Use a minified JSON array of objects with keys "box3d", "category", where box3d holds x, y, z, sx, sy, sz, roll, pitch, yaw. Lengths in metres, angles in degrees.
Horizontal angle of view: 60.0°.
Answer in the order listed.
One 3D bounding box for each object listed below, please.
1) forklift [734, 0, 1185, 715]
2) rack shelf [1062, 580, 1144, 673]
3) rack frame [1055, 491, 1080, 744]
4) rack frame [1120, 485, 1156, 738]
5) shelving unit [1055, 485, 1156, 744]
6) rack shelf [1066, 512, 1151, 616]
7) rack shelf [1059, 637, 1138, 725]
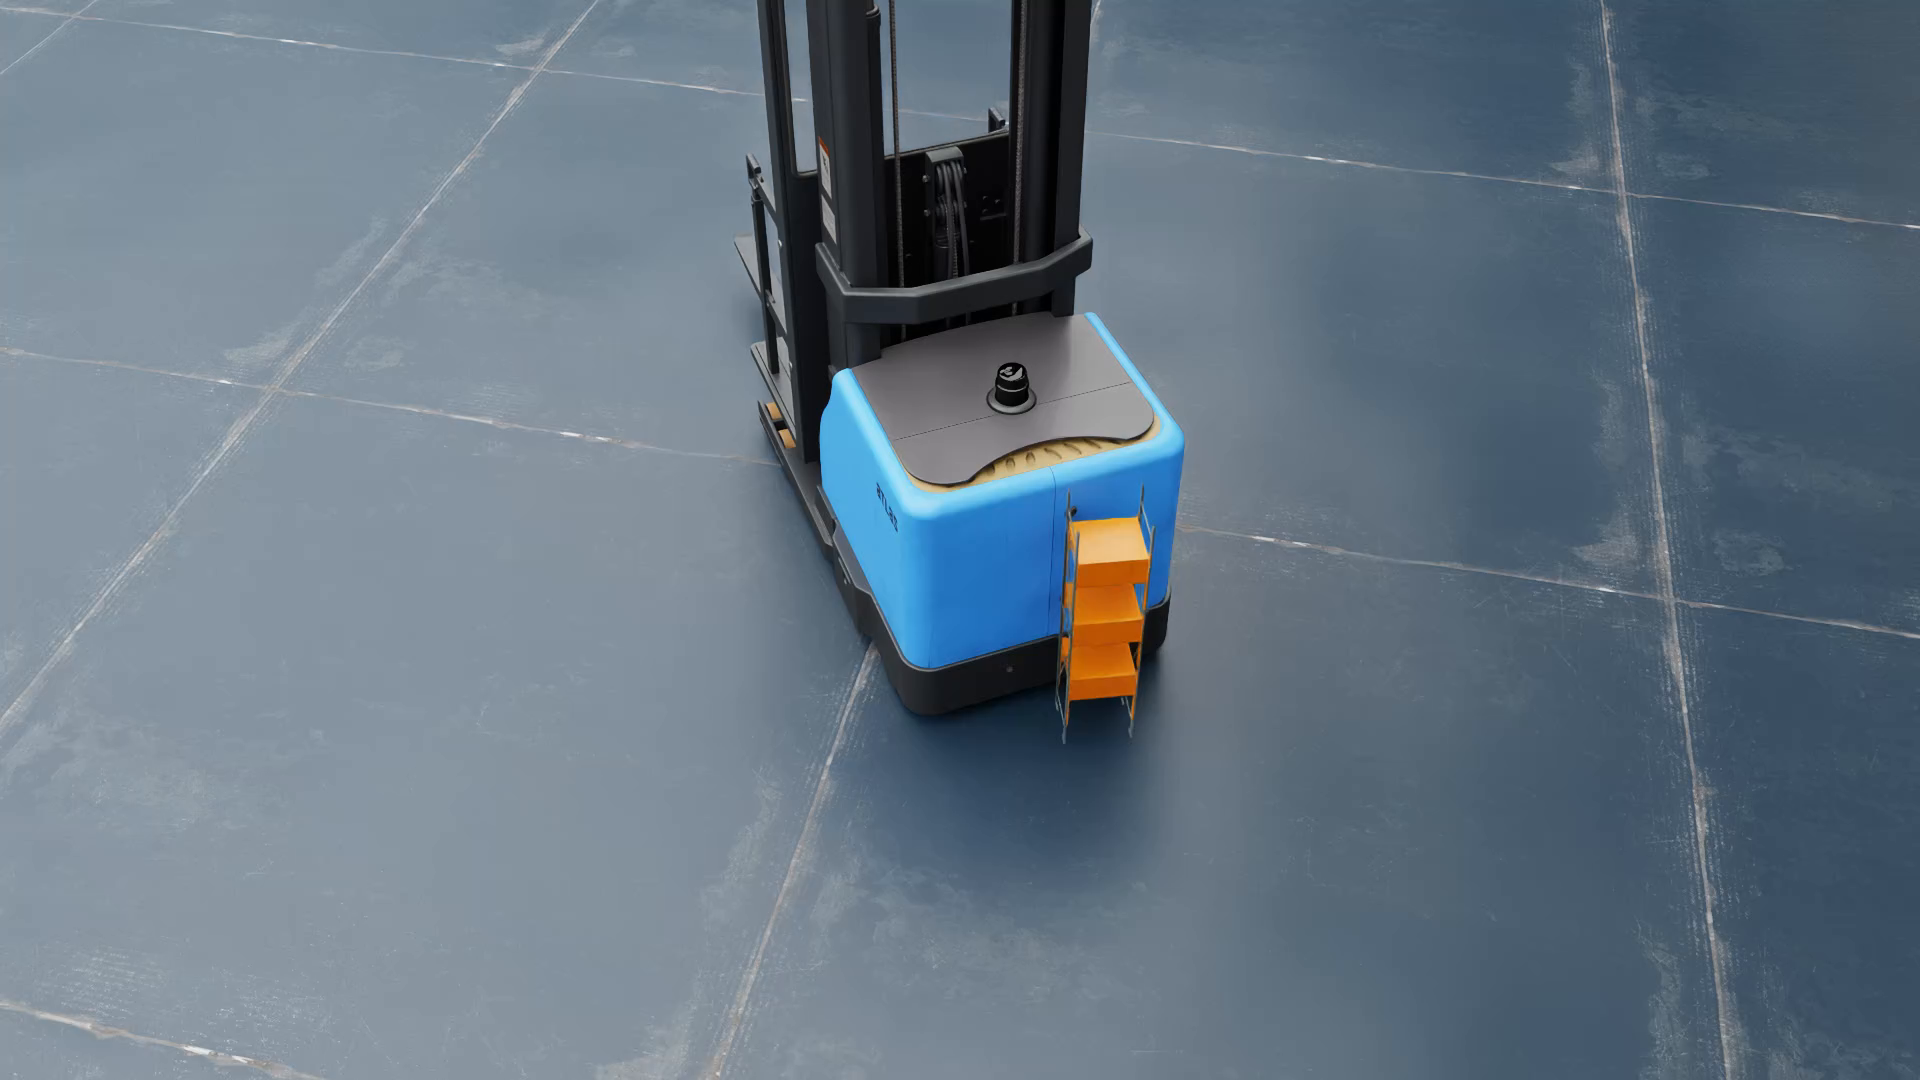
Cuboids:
[{"box3d":[-0.223,-1.461,6.154,1.130,2.935,3.031,-15,46,-15],"category":"forklift"},{"box3d":[0.486,0.285,5.712,0.240,0.259,0.215,-5,44,-5],"category":"rack shelf"},{"box3d":[0.365,0.287,5.695,0.008,1.050,0.200,-5,44,-5],"category":"rack frame"},{"box3d":[0.607,0.268,5.715,0.008,1.050,0.200,-5,44,-5],"category":"rack frame"},{"box3d":[0.486,0.277,5.705,0.252,1.050,0.215,-5,44,-5],"category":"shelving unit"},{"box3d":[0.486,0.081,5.515,0.240,0.259,0.215,-5,44,-5],"category":"rack shelf"},{"box3d":[0.486,0.485,5.905,0.240,0.259,0.215,-5,44,-5],"category":"rack shelf"}]
